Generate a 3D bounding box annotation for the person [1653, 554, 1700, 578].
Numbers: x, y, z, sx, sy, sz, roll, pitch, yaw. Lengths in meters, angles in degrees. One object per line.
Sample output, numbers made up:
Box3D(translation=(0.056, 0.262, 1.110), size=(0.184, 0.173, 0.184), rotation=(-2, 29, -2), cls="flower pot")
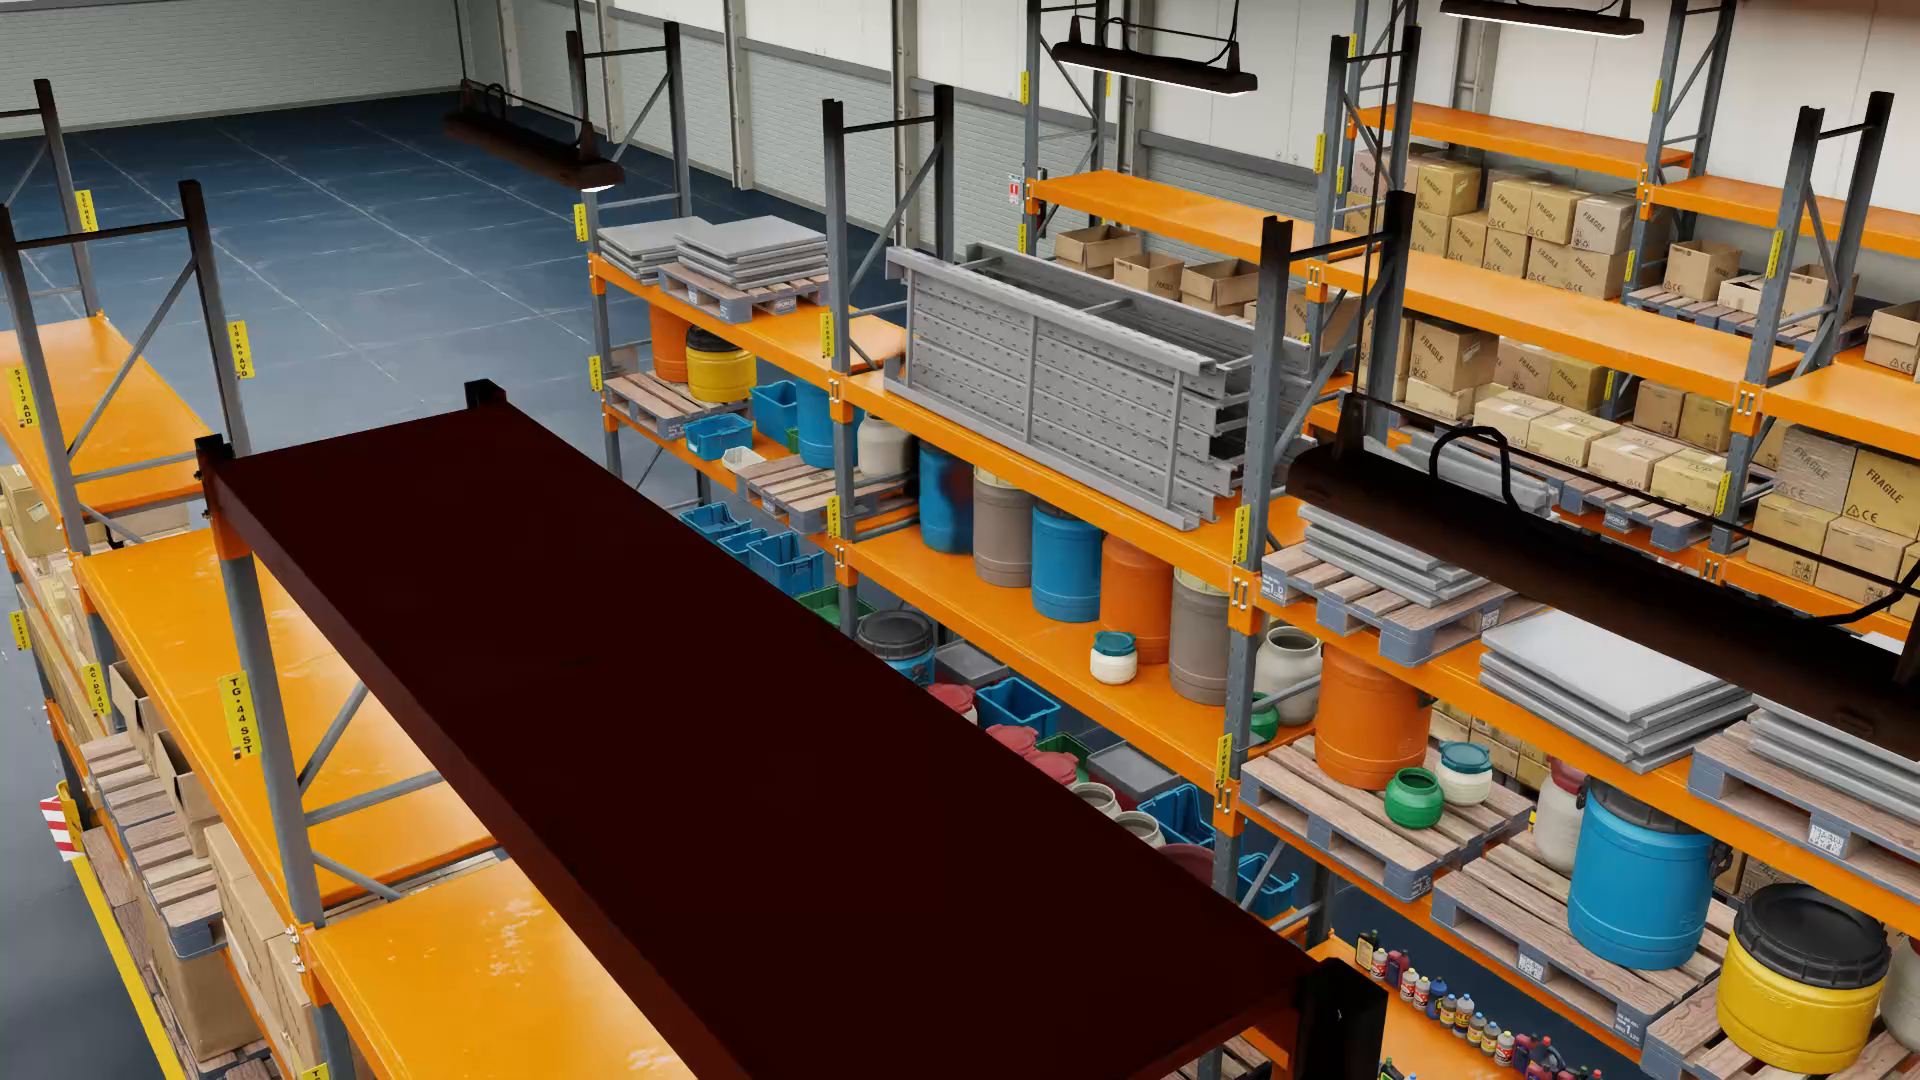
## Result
Box3D(translation=(6.485, 0.684, 15.376), size=(0.459, 1.799, 0.578), rotation=(-20, 32, -37), cls="person")
